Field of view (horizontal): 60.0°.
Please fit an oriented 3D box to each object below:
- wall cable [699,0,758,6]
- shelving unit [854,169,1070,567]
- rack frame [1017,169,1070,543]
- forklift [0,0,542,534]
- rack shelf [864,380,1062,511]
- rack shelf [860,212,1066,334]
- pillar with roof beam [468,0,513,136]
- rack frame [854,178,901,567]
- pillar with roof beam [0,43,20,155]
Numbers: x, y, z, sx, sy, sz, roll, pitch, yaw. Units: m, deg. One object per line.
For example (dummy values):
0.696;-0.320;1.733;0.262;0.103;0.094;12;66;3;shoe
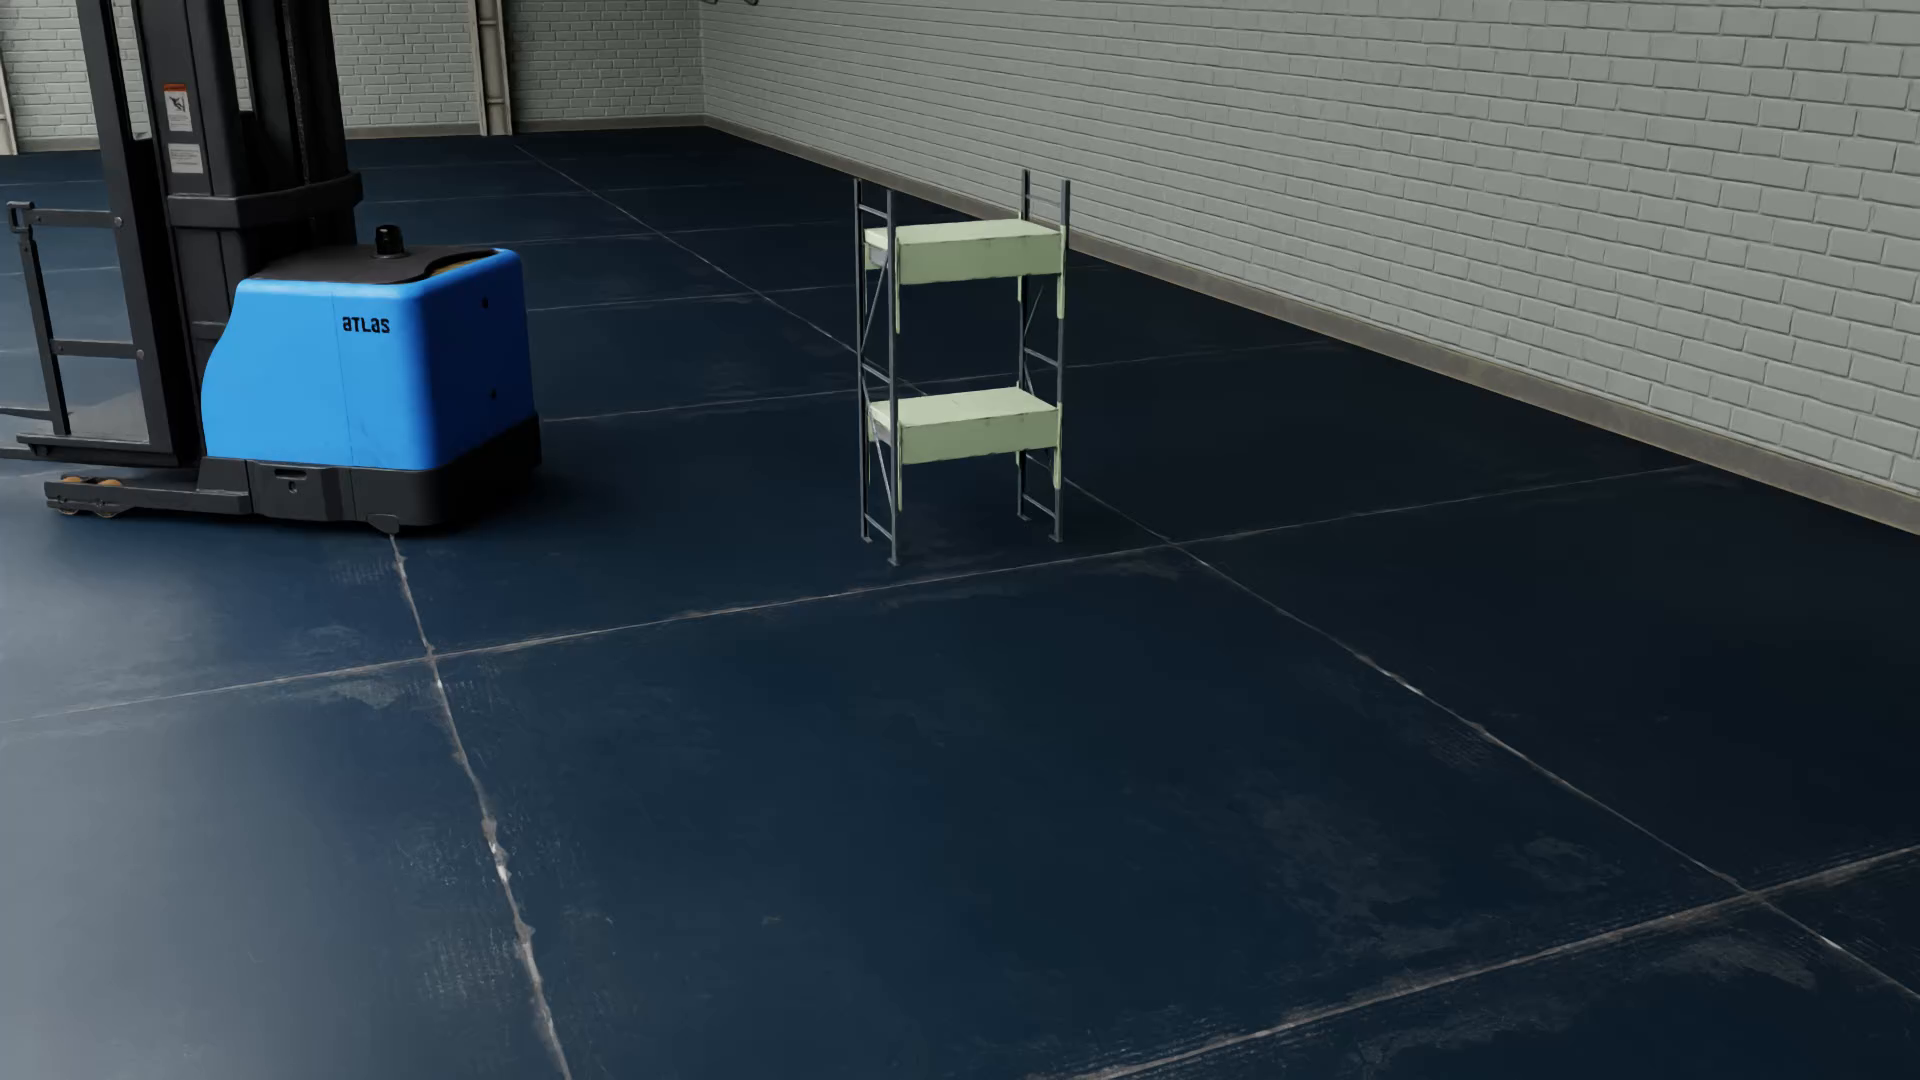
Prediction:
-3.135;-8.332;21.812;0.112;2.526;3.097;-8;21;-22;wall cable
0.006;-0.708;6.775;0.755;1.500;0.431;-8;21;-22;shelving unit
0.342;-0.756;6.912;0.023;1.500;0.400;-8;21;-22;rack frame
-3.543;-1.645;7.281;3.031;2.935;1.130;4;20;12;forklift
0.006;-0.401;6.884;0.720;0.370;0.431;-8;21;-22;rack shelf
0.006;-1.076;6.646;0.720;0.370;0.431;-8;21;-22;rack shelf
-4.659;-8.500;17.613;0.400;9.000;9.100;-8;21;-22;pillar with roof beam
-0.330;-0.660;6.639;0.023;1.500;0.400;-8;21;-22;rack frame
-10.168;-7.711;15.371;0.400;9.000;9.100;-8;21;-22;pillar with roof beam
